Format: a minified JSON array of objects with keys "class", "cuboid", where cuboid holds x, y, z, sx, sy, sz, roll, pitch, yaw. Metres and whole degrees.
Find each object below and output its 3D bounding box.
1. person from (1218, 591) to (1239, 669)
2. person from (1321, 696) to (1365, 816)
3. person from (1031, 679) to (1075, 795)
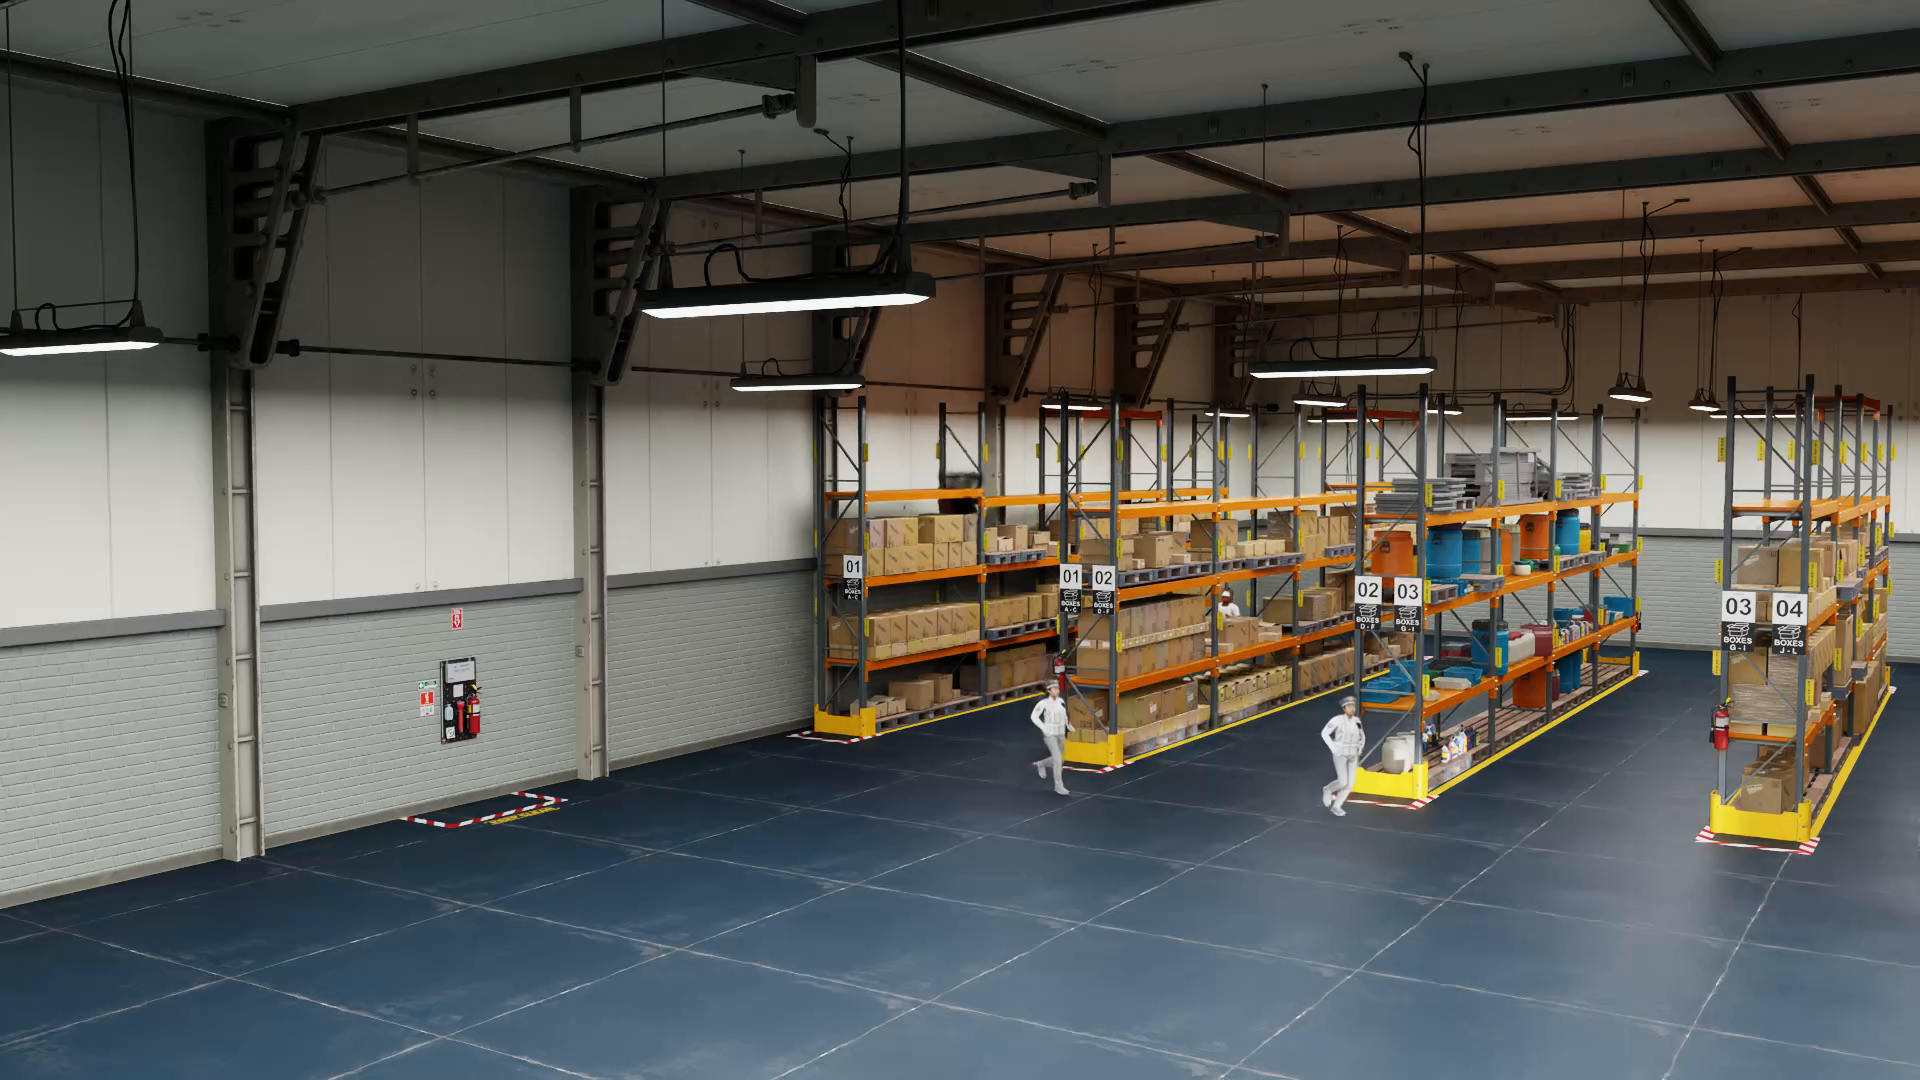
[{"class":"person","cuboid":[6.136,2.083,38.474,0.684,1.798,0.893,1,3,21]},{"class":"person","cuboid":[5.339,2.975,23.036,0.647,1.649,0.504,-1,3,-18]},{"class":"person","cuboid":[1.349,2.889,24.607,0.618,1.684,0.762,-2,4,-38]}]
